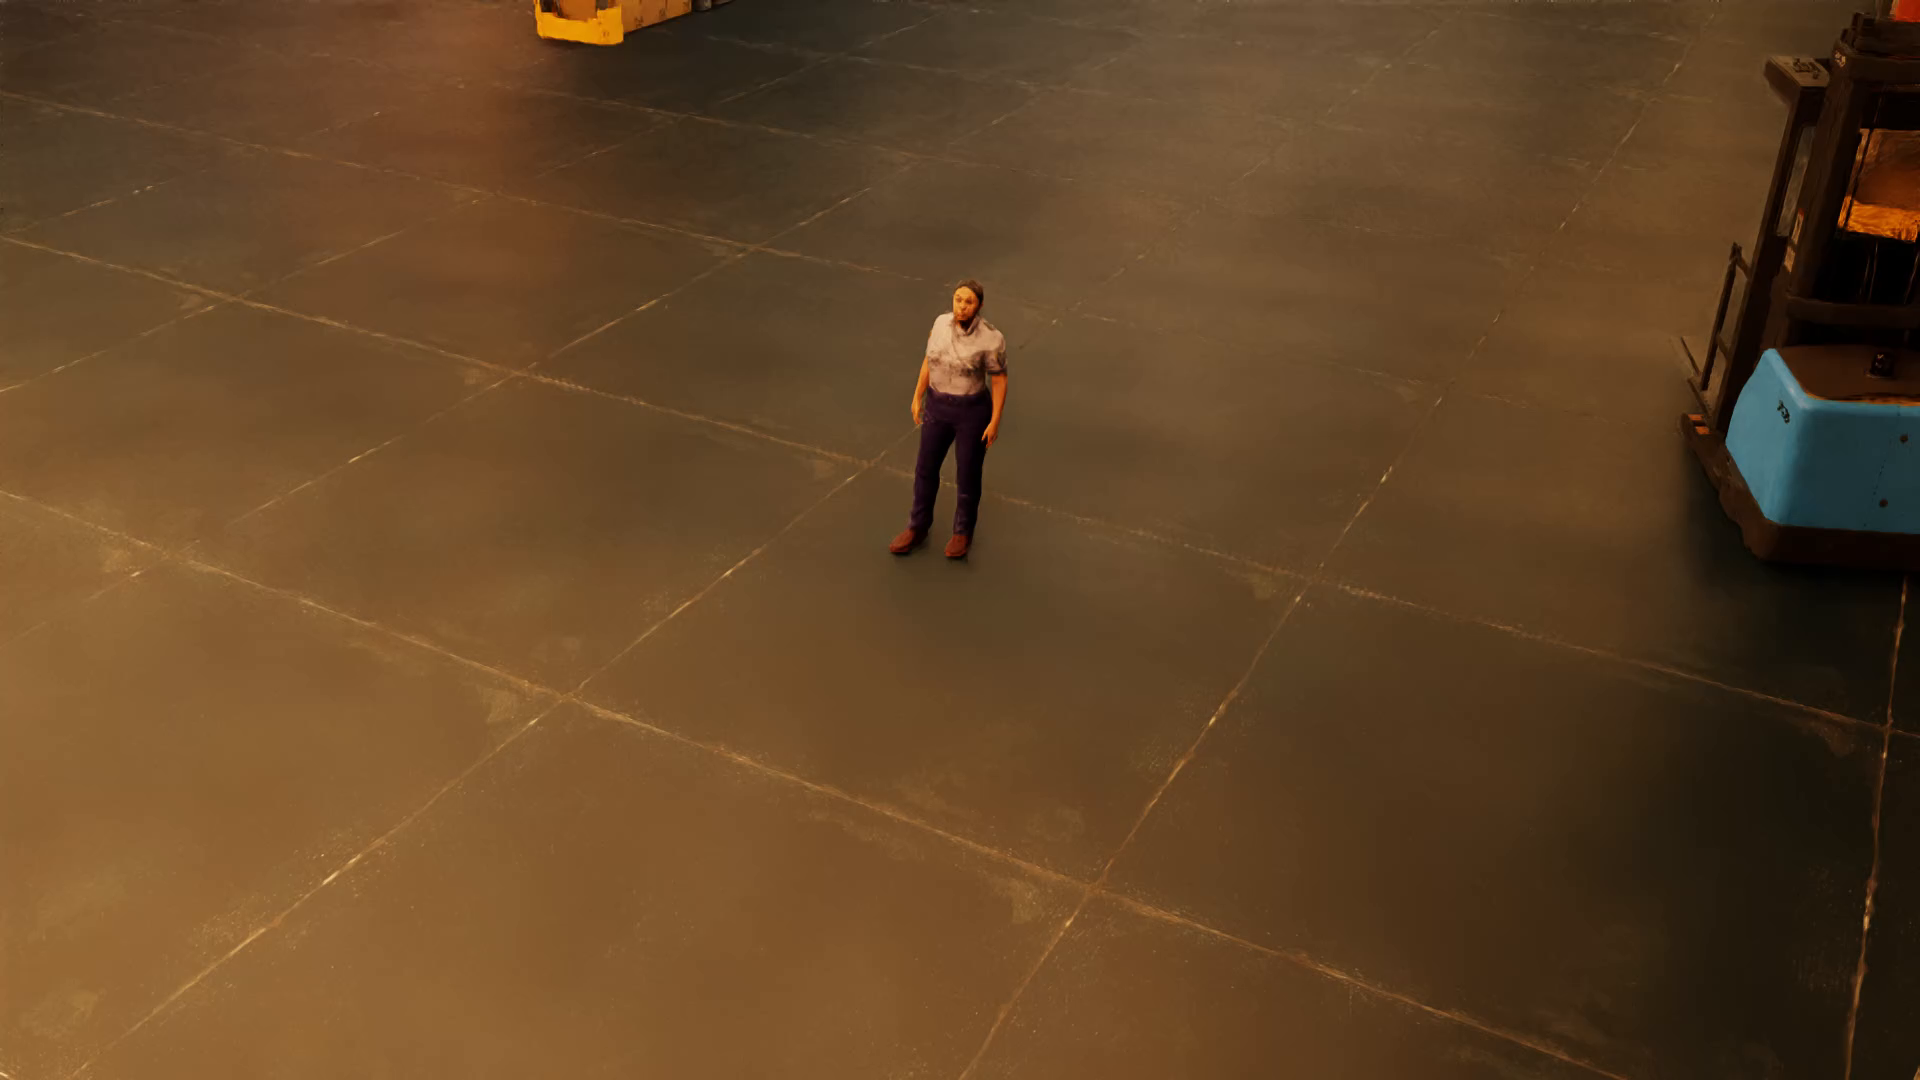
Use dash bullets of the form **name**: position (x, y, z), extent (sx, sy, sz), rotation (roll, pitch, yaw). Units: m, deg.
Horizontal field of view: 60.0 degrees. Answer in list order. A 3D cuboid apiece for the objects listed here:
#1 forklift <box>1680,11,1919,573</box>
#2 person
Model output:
- **forklift**: position (5.376, -1.795, 10.181), extent (1.130, 2.935, 3.031), rotation (4, 30, 8)
- **person**: position (-0.063, -0.686, 9.529), extent (0.599, 1.650, 0.502), rotation (15, 33, 25)
